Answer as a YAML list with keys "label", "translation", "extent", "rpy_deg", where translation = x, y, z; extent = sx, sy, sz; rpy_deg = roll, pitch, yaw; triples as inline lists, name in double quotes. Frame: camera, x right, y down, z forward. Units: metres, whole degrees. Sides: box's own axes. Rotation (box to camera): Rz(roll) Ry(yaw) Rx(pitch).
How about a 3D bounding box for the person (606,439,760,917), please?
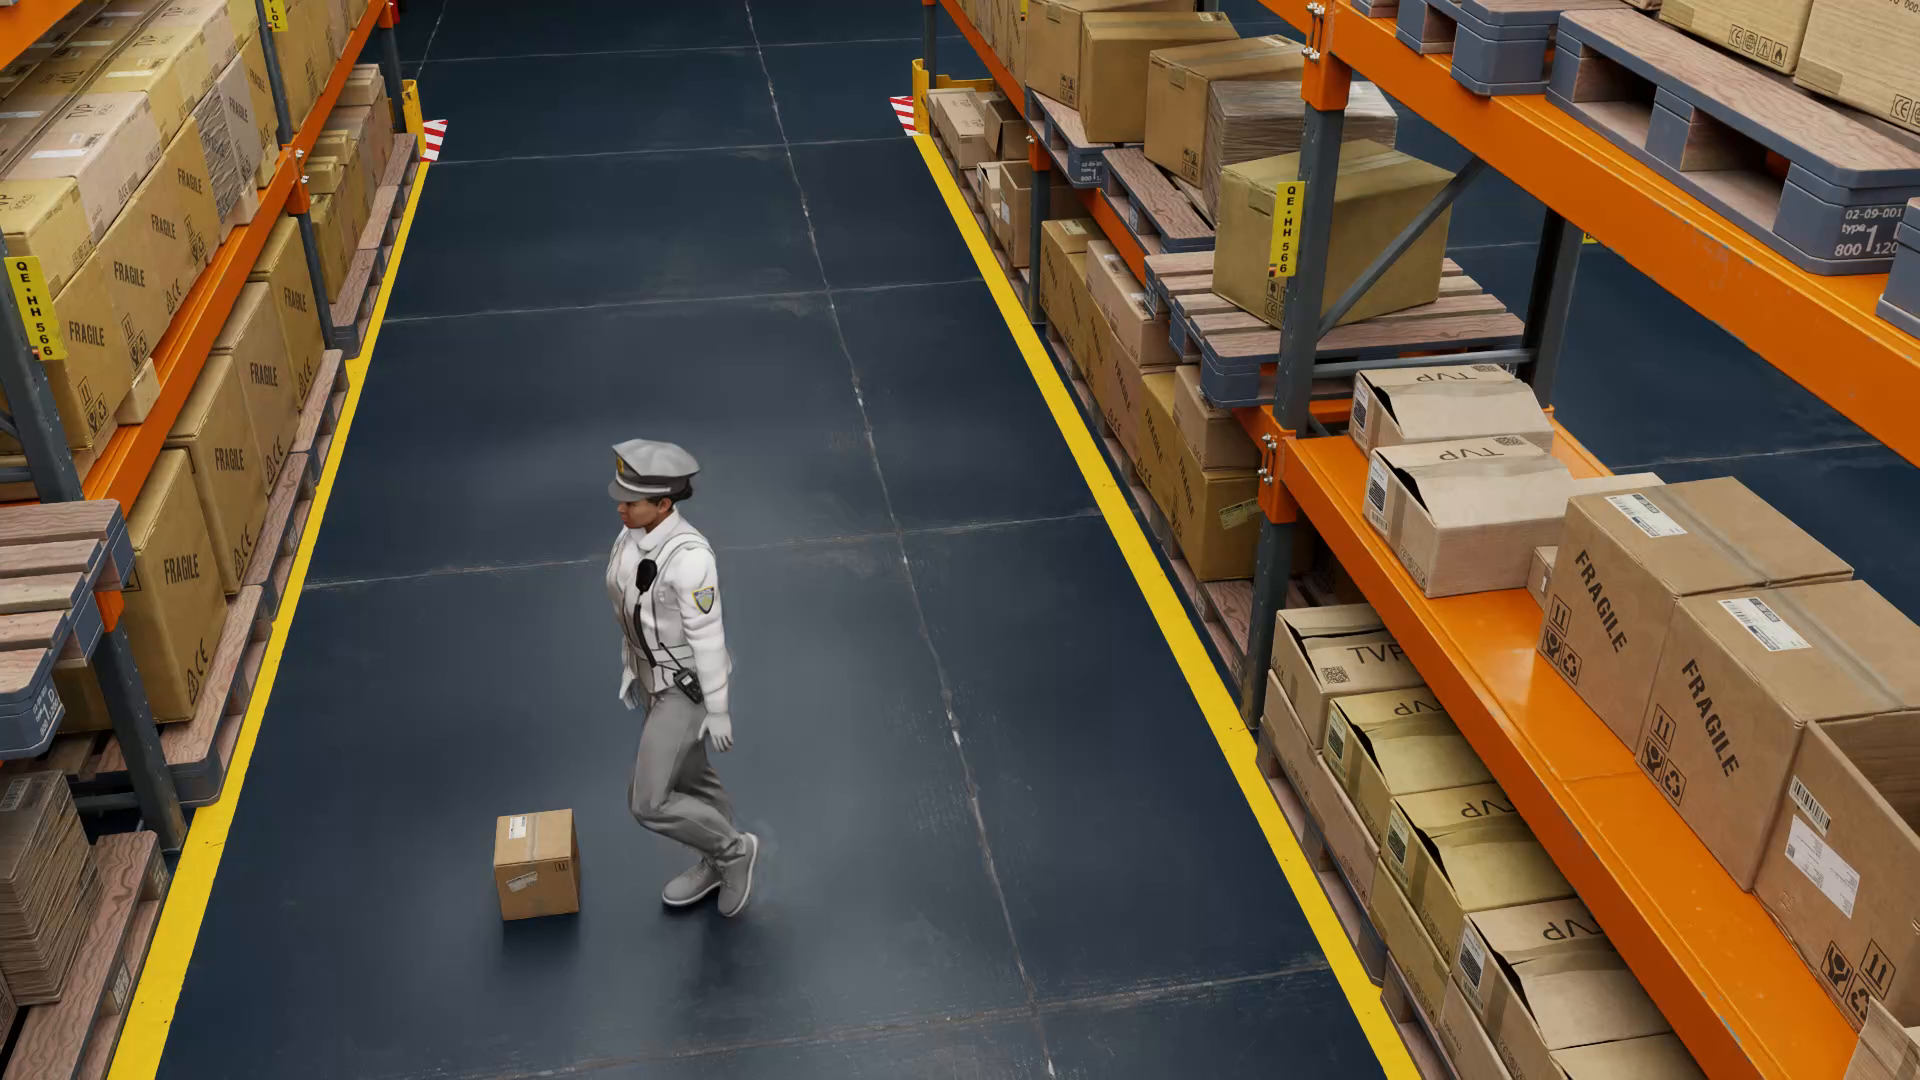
- label: "person"
  translation: [-0.944, 0.470, 5.299]
  extent: [0.418, 1.681, 0.543]
  rpy_deg: [-17, 35, -26]
